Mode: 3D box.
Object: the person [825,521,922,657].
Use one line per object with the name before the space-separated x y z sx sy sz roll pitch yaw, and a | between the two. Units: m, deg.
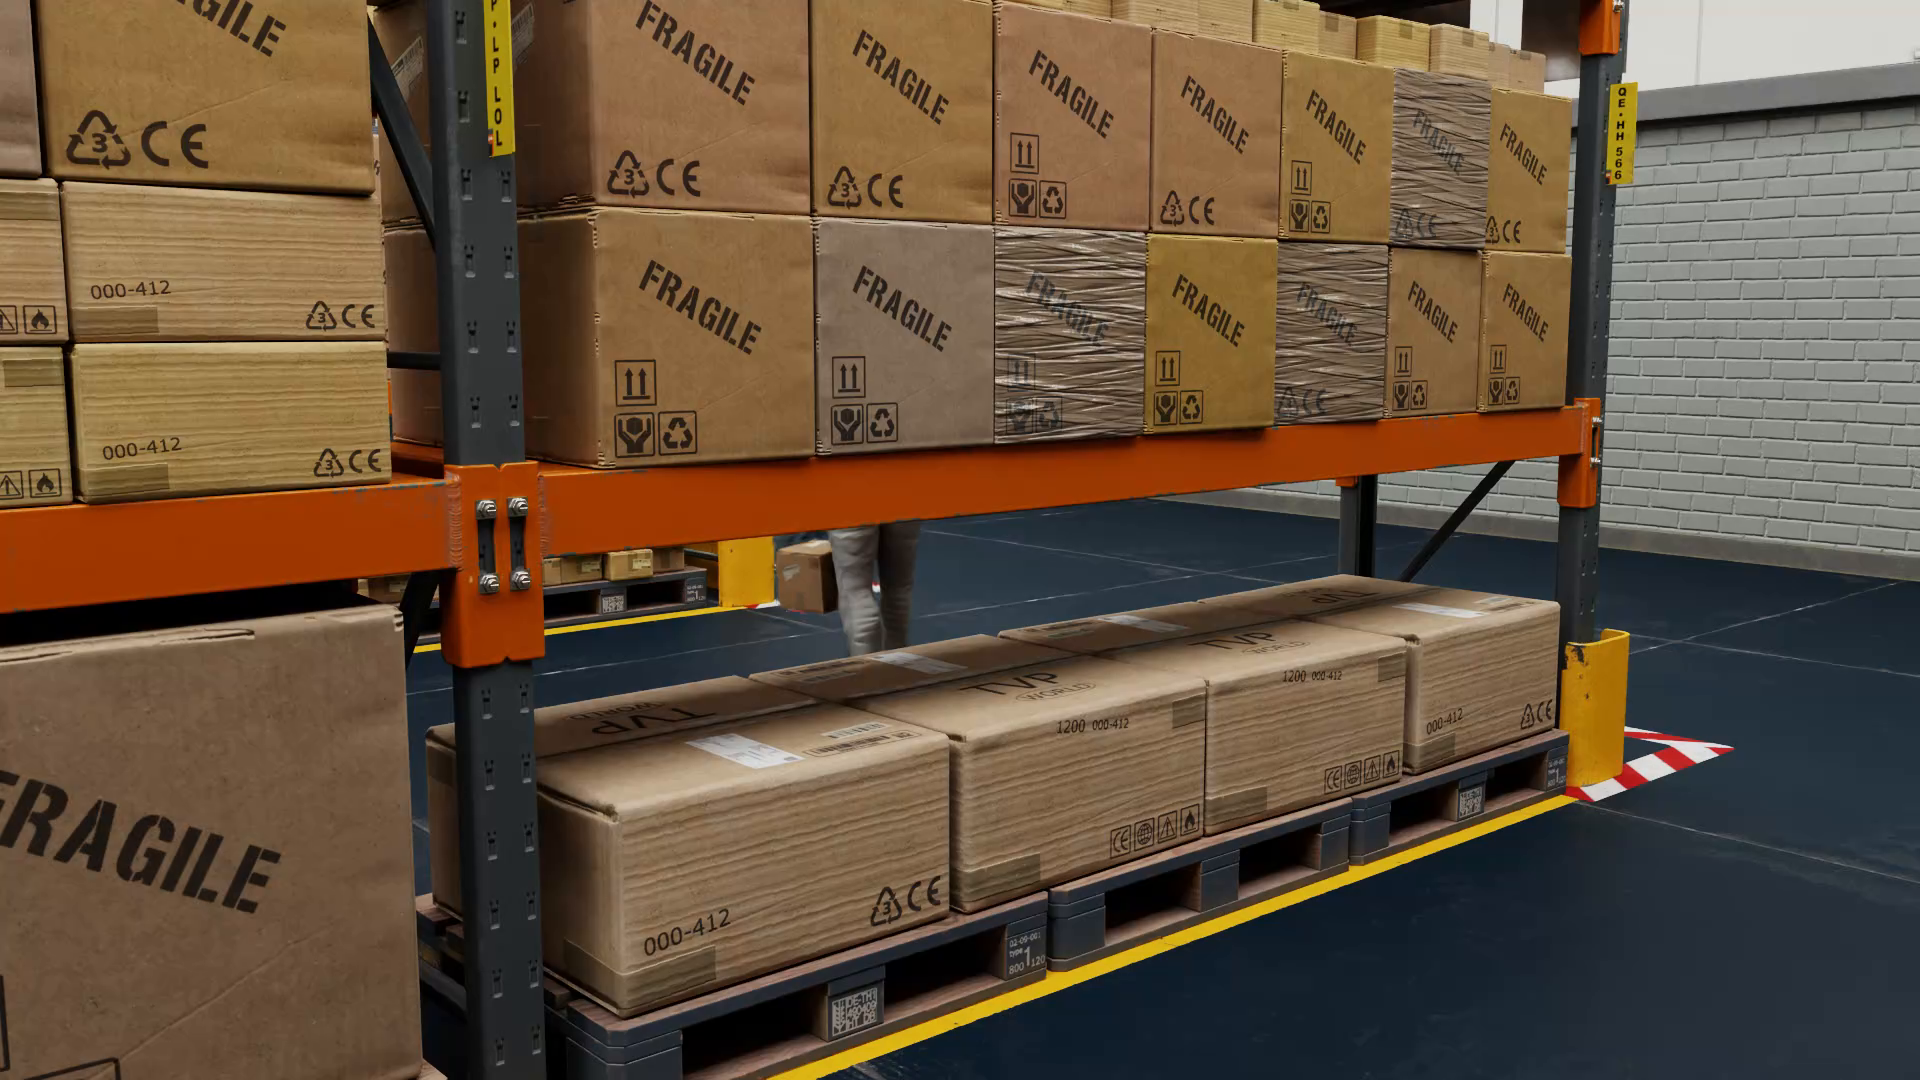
person | -0.362 -0.143 6.868 0.502 1.657 0.553 -3 8 -21
